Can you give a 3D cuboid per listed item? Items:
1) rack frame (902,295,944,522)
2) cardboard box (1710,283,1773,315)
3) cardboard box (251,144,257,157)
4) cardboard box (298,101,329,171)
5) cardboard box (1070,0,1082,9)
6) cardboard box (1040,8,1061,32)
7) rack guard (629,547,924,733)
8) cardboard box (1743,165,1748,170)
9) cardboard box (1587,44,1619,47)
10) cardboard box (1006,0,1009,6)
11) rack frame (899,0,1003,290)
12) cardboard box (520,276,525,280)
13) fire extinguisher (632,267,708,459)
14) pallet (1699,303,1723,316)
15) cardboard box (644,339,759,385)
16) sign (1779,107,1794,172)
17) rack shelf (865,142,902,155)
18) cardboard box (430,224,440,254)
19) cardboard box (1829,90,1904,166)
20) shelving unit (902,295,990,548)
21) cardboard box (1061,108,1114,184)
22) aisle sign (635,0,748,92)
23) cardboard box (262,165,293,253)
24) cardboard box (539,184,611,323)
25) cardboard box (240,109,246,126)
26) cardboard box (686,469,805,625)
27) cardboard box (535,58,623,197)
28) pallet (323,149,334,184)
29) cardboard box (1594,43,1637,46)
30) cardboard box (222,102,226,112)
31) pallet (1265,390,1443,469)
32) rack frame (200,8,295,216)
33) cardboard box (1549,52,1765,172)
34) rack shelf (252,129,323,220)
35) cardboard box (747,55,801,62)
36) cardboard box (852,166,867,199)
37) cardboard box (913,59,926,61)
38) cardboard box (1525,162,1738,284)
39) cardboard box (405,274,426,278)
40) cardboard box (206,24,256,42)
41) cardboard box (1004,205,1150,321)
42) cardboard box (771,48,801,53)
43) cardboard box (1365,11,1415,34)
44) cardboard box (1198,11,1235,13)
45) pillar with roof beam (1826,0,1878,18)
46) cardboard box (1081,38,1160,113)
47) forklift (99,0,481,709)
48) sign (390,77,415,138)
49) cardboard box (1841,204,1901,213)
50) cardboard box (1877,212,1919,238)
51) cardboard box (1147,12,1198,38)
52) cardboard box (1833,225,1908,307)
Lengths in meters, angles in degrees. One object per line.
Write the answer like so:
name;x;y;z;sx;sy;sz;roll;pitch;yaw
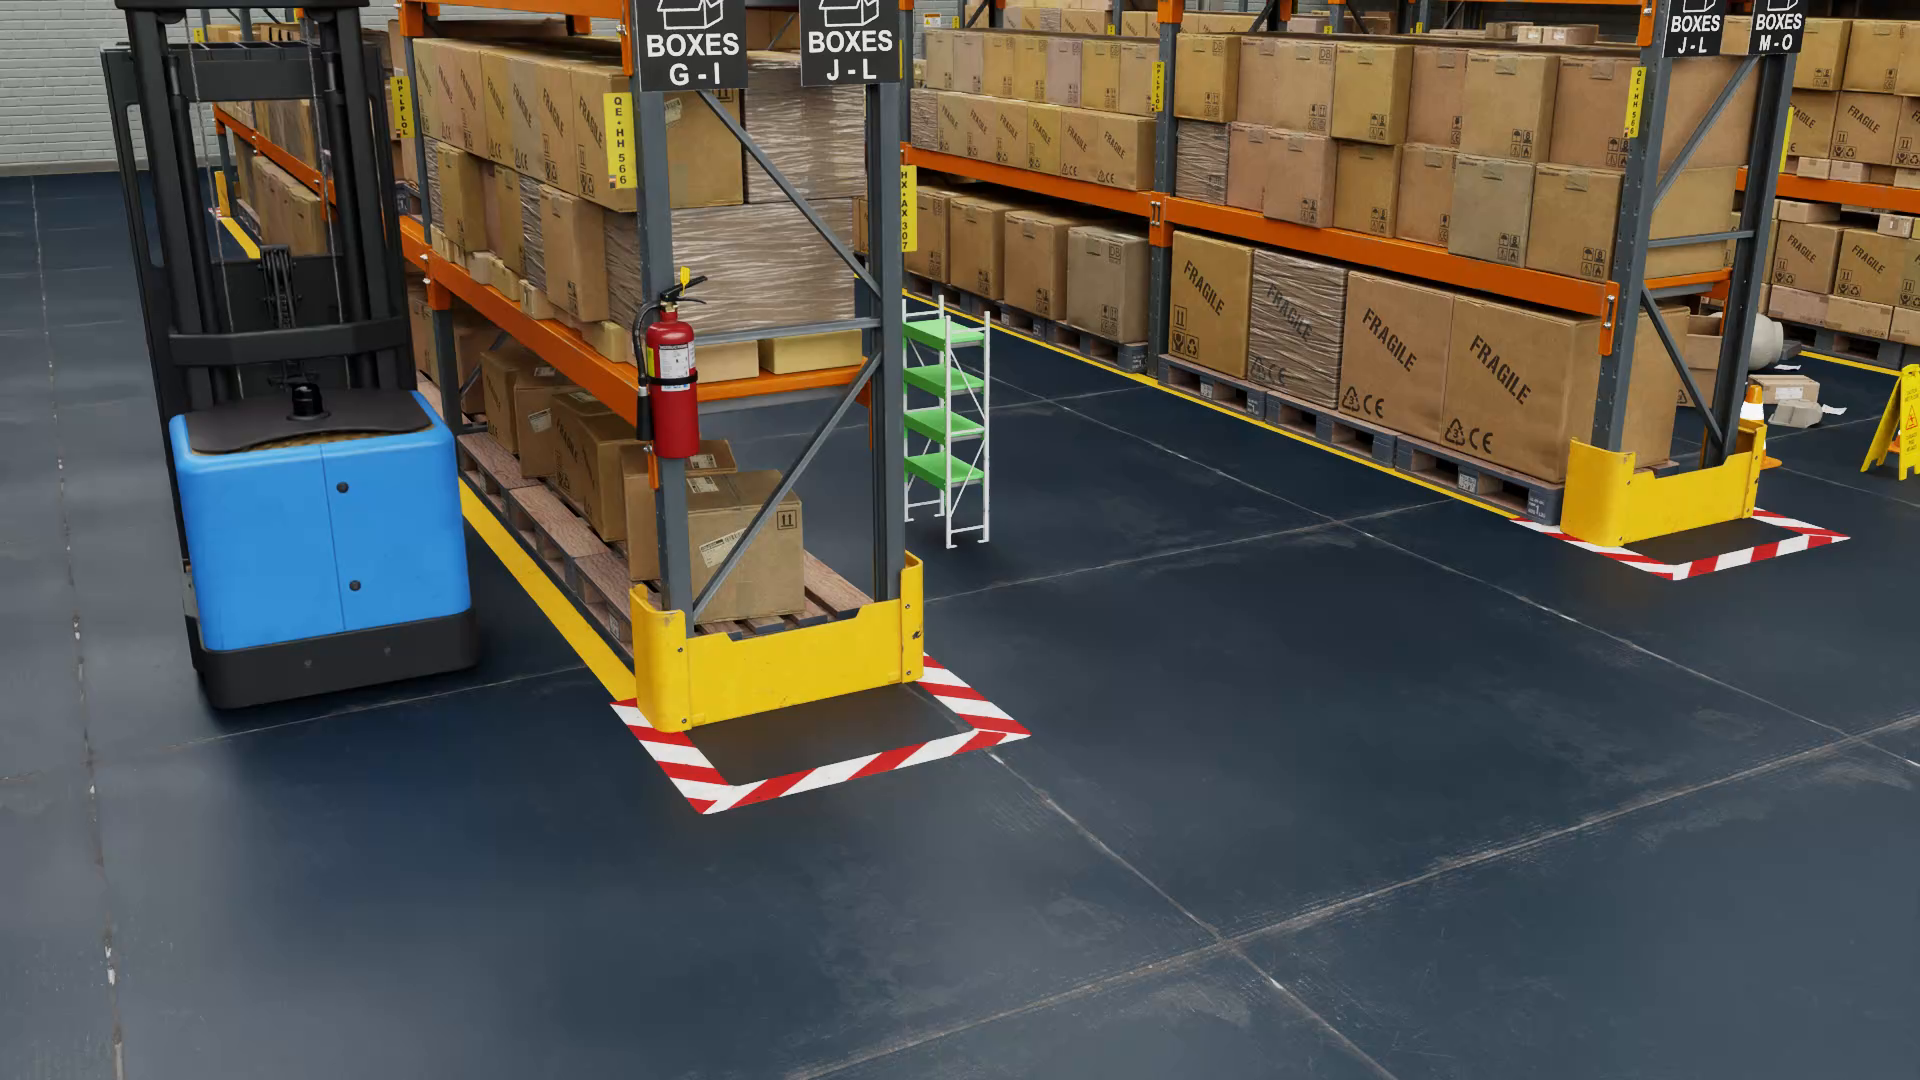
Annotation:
rack frame;-0.194;-0.685;8.776;0.240;1.200;0.015;-10;21;-27
cardboard box;6.438;-1.999;13.397;0.500;0.250;0.500;-9;21;-24
cardboard box;-7.059;-3.879;17.887;0.875;0.875;0.875;-10;21;-27
cardboard box;-4.941;-3.227;13.230;0.500;0.500;0.500;-9;21;-25
cardboard box;1.631;-6.860;21.234;0.380;0.149;0.250;-10;21;-27
cardboard box;1.382;-6.663;21.657;0.500;0.500;0.500;-10;21;-26
rack guard;-0.726;0.380;6.763;1.175;0.500;0.348;-10;21;-27
cardboard box;6.405;-2.991;13.087;0.380;0.149;0.250;-9;21;-25
cardboard box;5.474;-4.088;14.628;0.500;0.500;0.500;-10;21;-26
cardboard box;0.709;-7.360;22.682;0.380;0.149;0.250;-11;22;-28
rack frame;-0.076;-3.815;15.089;1.000;3.000;0.127;-10;21;-27
cardboard box;-1.869;-1.207;7.917;0.380;0.149;0.250;-10;21;-27
fire extinguisher;-1.041;-0.639;6.002;0.296;0.674;0.183;-10;21;-27
pallet;6.482;-1.957;13.980;1.003;0.211;1.213;-10;21;-27
cardboard box;-1.007;-0.711;6.477;0.380;0.149;0.250;-10;21;-27
sign;4.214;-2.050;8.524;0.100;0.325;0.005;-10;21;-27
rack shelf;-1.026;-4.049;16.871;1.077;0.370;4.000;-10;21;-27
cardboard box;-2.752;-1.701;9.347;0.380;0.149;0.250;-10;21;-27
cardboard box;6.839;-3.053;12.270;0.500;0.500;0.500;-10;21;-26
shelving unit;-0.079;-0.615;8.573;0.258;1.200;0.503;-10;21;-27
cardboard box;1.101;-2.968;12.480;0.500;0.500;0.500;-10;22;-27
aisle sign;-0.925;-1.944;5.681;0.394;0.787;0.004;-10;21;-27
cardboard box;-5.642;-2.981;15.286;1.225;0.875;0.875;-11;22;-29
cardboard box;-1.270;-1.254;7.059;0.875;0.500;0.500;-10;21;-27
cardboard box;-7.066;-4.290;16.850;0.380;0.149;0.250;-10;22;-28
cardboard box;-0.972;0.022;7.158;0.500;0.500;0.500;-6;20;-17
cardboard box;-1.411;-1.702;6.824;0.500;0.500;0.500;-10;21;-27
pallet;-4.057;-2.797;12.433;1.213;0.211;1.003;-10;21;-27
cardboard box;5.923;-4.172;14.870;0.500;0.500;0.500;-10;21;-26
cardboard box;-7.920;-4.806;18.346;0.380;0.149;0.250;-10;22;-28
pallet;2.699;-0.768;10.533;1.003;0.211;1.213;-10;21;-27
rack frame;-8.288;-5.373;19.603;1.000;3.000;0.127;-10;21;-27
cardboard box;3.581;-2.213;8.560;0.875;0.550;0.550;-10;21;-27
rack shelf;-5.439;-3.310;14.728;1.077;0.370;4.000;-10;21;-27
cardboard box;-0.943;-1.785;7.063;0.500;0.500;0.500;-10;21;-27
cardboard box;-0.881;-3.486;16.173;0.500;0.250;0.500;-10;21;-26
cardboard box;-0.493;-4.563;16.085;0.380;0.149;0.250;-11;22;-29
cardboard box;3.507;-1.689;8.698;0.875;0.550;0.550;-10;21;-27
cardboard box;-3.878;-1.756;12.279;0.700;0.500;0.500;-12;22;-31
cardboard box;-8.060;-5.474;18.520;0.500;0.500;0.500;-11;22;-28
cardboard box;0.995;-2.244;13.341;1.050;0.750;0.750;-10;21;-27
cardboard box;-1.989;-5.333;18.877;0.500;0.500;0.500;-10;22;-28
cardboard box;6.227;-7.422;24.166;0.500;0.500;0.500;-11;22;-28
cardboard box;3.018;-6.042;19.858;0.500;0.500;0.500;-10;21;-26
pillar with roof beam;6.223;-7.315;16.036;9.100;9.000;0.400;-10;21;-27
cardboard box;1.337;-3.476;12.420;0.700;0.500;0.500;-10;22;-28
forklift;-3.111;-1.165;7.513;1.130;2.935;3.031;-9;21;-25
sign;-3.076;-2.388;9.178;0.100;0.325;0.005;-10;21;-27
cardboard box;9.879;-3.681;17.696;0.875;0.625;0.625;-10;22;-27
cardboard box;6.948;-2.307;12.147;0.380;0.149;0.250;-9;21;-24
cardboard box;2.555;-5.967;19.638;0.500;0.500;0.500;-10;21;-27
cardboard box;6.937;-2.053;12.403;0.500;0.500;0.500;-11;22;-28
